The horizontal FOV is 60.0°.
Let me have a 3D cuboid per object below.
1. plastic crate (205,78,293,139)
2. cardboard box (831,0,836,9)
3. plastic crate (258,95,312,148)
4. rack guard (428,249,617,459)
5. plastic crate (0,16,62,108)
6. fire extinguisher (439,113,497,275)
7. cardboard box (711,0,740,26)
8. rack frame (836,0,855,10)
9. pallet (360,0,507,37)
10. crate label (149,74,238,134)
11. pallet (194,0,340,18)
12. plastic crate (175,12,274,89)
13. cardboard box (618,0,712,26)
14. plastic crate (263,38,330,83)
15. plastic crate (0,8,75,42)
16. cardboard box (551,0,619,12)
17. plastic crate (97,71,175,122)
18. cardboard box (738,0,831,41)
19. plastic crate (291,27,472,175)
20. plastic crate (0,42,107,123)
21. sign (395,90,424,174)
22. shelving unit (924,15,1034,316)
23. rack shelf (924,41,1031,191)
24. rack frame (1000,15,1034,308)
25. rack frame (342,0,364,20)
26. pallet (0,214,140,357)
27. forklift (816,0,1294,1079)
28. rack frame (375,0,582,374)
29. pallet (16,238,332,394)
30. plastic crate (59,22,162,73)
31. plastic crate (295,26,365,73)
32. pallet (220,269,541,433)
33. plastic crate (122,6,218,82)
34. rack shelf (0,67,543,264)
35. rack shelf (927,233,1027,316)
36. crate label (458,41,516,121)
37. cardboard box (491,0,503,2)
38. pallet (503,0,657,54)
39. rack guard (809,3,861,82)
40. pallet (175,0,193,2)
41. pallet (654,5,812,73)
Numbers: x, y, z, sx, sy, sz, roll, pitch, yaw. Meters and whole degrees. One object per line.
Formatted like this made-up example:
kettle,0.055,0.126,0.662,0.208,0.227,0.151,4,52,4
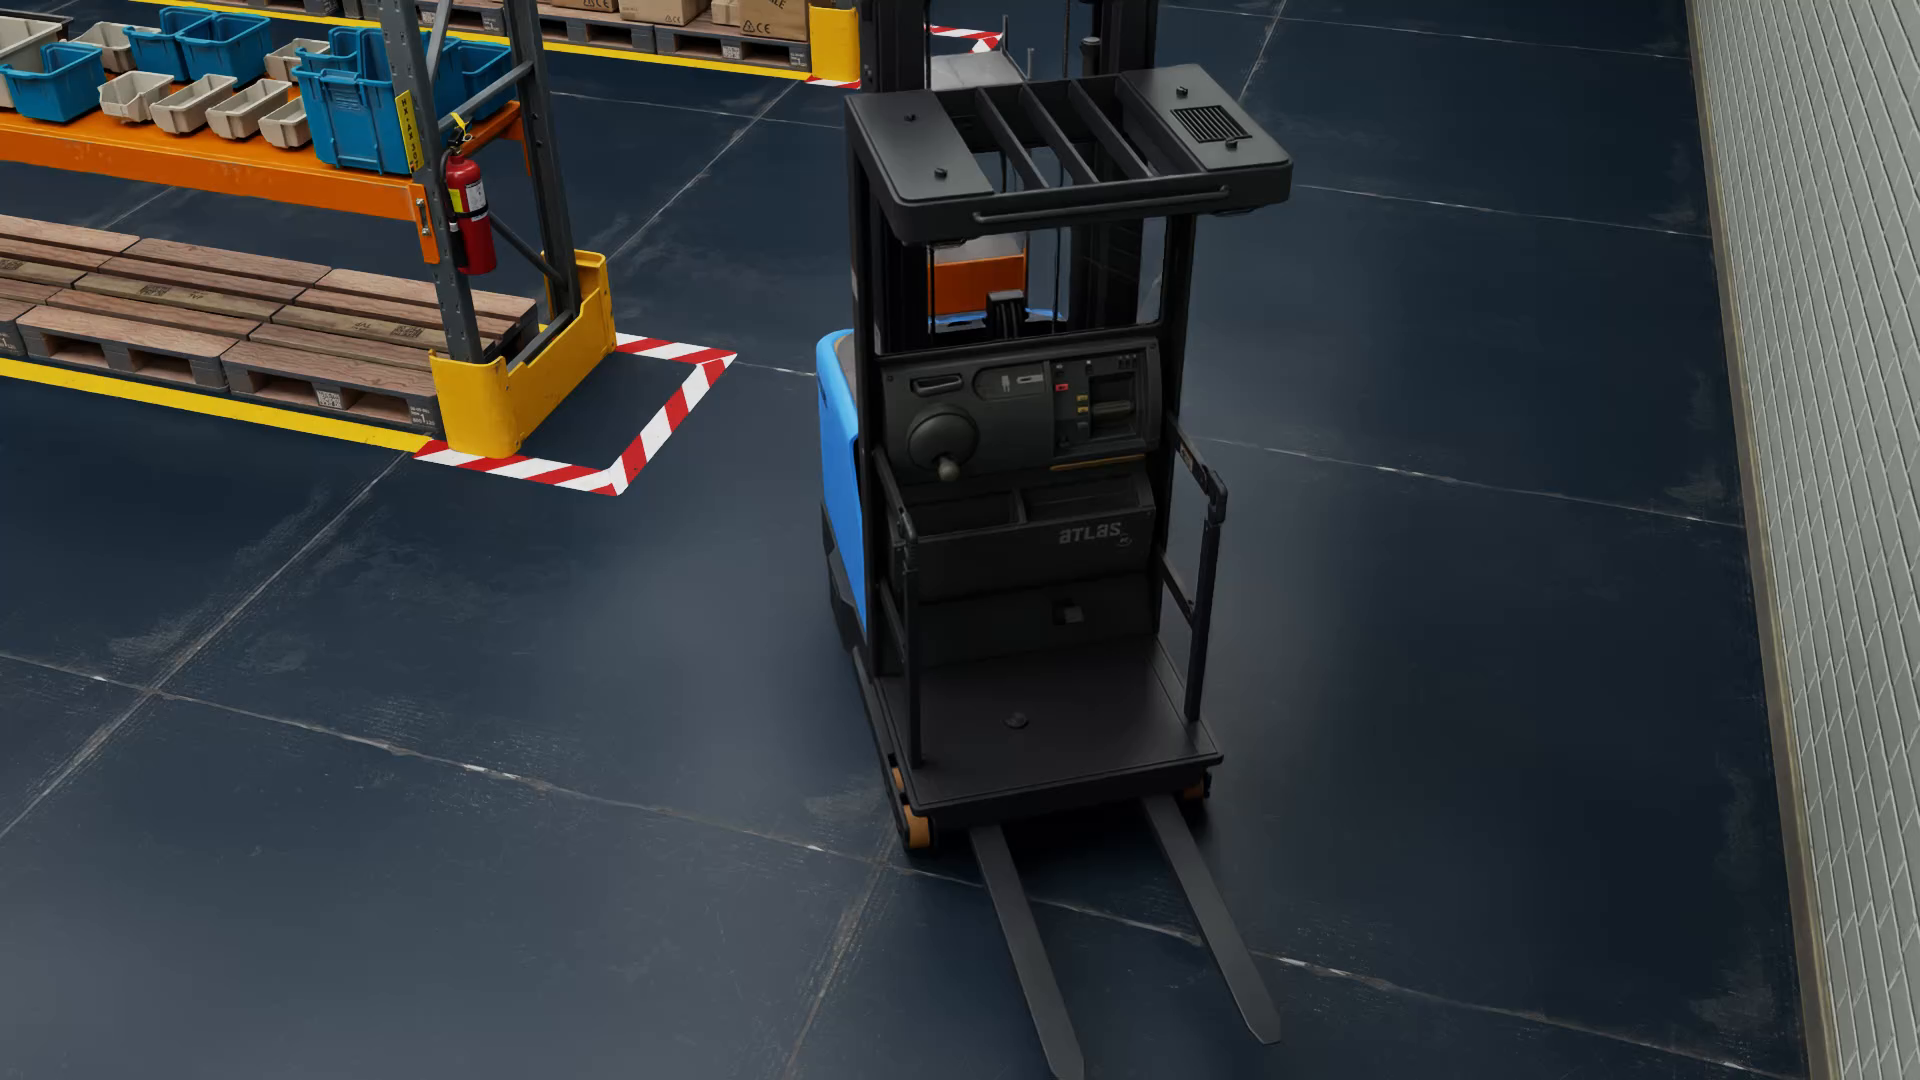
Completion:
plastic crate,-3.229,-1.953,7.544,0.243,0.136,0.396,10,38,14
cardboard box,-0.941,-4.033,12.233,0.250,0.149,0.380,10,38,14
plastic crate,-2.956,-1.893,7.464,0.243,0.136,0.396,10,38,14
rack guard,-2.097,-0.930,8.092,0.348,0.500,1.175,10,38,14
plastic crate,-4.539,-2.243,7.816,0.530,0.282,0.437,10,38,14
fire extinguisher,-2.116,-1.469,7.095,0.183,0.674,0.296,10,38,14
cardboard box,-1.596,-3.851,11.971,0.250,0.166,0.380,10,38,14
rack frame,-0.643,-4.736,11.154,0.127,3.000,1.000,10,38,14
pallet,-3.806,-4.198,12.775,1.213,0.211,1.003,10,38,14
crate label,-3.502,-1.988,7.593,0.243,0.136,0.396,10,38,14
pallet,-5.249,-4.442,13.107,1.213,0.211,1.003,10,38,14
plastic crate,-3.518,-2.353,8.007,0.300,0.233,0.416,10,38,14
cardboard box,-2.134,-3.947,12.031,0.500,0.250,0.500,10,38,14
plastic crate,-3.190,-2.305,8.023,0.298,0.136,0.250,10,38,14
plastic crate,-4.794,-2.508,8.309,0.590,0.125,0.437,10,38,14
cardboard box,-2.667,-4.285,12.277,0.637,0.503,0.797,10,38,14
plastic crate,-3.790,-2.030,7.649,0.250,0.136,0.298,10,38,14
cardboard box,-1.236,-3.863,11.705,0.500,0.500,0.500,10,38,14
plastic crate,-2.499,-1.926,7.255,0.499,0.435,0.616,10,38,14
plastic crate,-4.161,-2.108,7.675,0.300,0.233,0.416,10,38,14
sign,-2.273,-1.685,6.872,0.005,0.325,0.100,10,38,14
shelving unit,-0.015,-1.056,6.913,0.503,2.100,0.431,-8,37,-11
rack shelf,-0.015,-1.609,6.506,0.480,0.518,0.431,-8,37,-11
rack frame,0.222,-1.090,6.960,0.015,2.100,0.400,-8,37,-11
rack frame,-4.461,-5.443,12.114,0.127,3.000,1.000,10,38,14
pallet,-5.229,-1.410,8.987,1.213,0.211,1.003,10,38,14
forklift,0.263,-0.356,5.262,1.130,2.935,3.031,-8,37,-11
rack frame,-2.124,-1.934,7.347,0.127,3.000,1.000,10,38,14
pallet,-4.060,-1.195,8.696,1.213,0.211,1.003,10,38,14
plastic crate,-4.190,-2.421,8.181,0.466,0.136,0.293,10,38,14
plastic crate,-2.890,-2.237,7.849,0.300,0.233,0.416,10,38,14
pallet,-2.900,-0.978,8.401,1.213,0.211,1.003,10,38,14
plastic crate,-3.805,-2.406,8.079,0.300,0.233,0.416,10,38,14
rack shelf,-4.033,-1.997,8.040,4.000,0.370,1.077,10,38,14
rack shelf,-0.015,-1.045,6.921,0.480,0.518,0.431,-8,37,-11
crate label,-2.261,-2.120,7.691,0.303,0.233,0.416,10,38,14
cardboard box,-3.297,-4.135,12.357,0.250,0.166,0.380,10,38,14
pallet,-2.638,-3.983,12.484,1.213,0.211,1.003,10,38,14
rack guard,-0.716,-3.742,11.913,0.348,0.500,1.175,10,38,14
pallet,-6.417,-4.656,13.399,1.213,0.211,1.003,10,38,14
pallet,-1.477,-3.766,12.189,1.213,0.211,1.003,10,38,14
